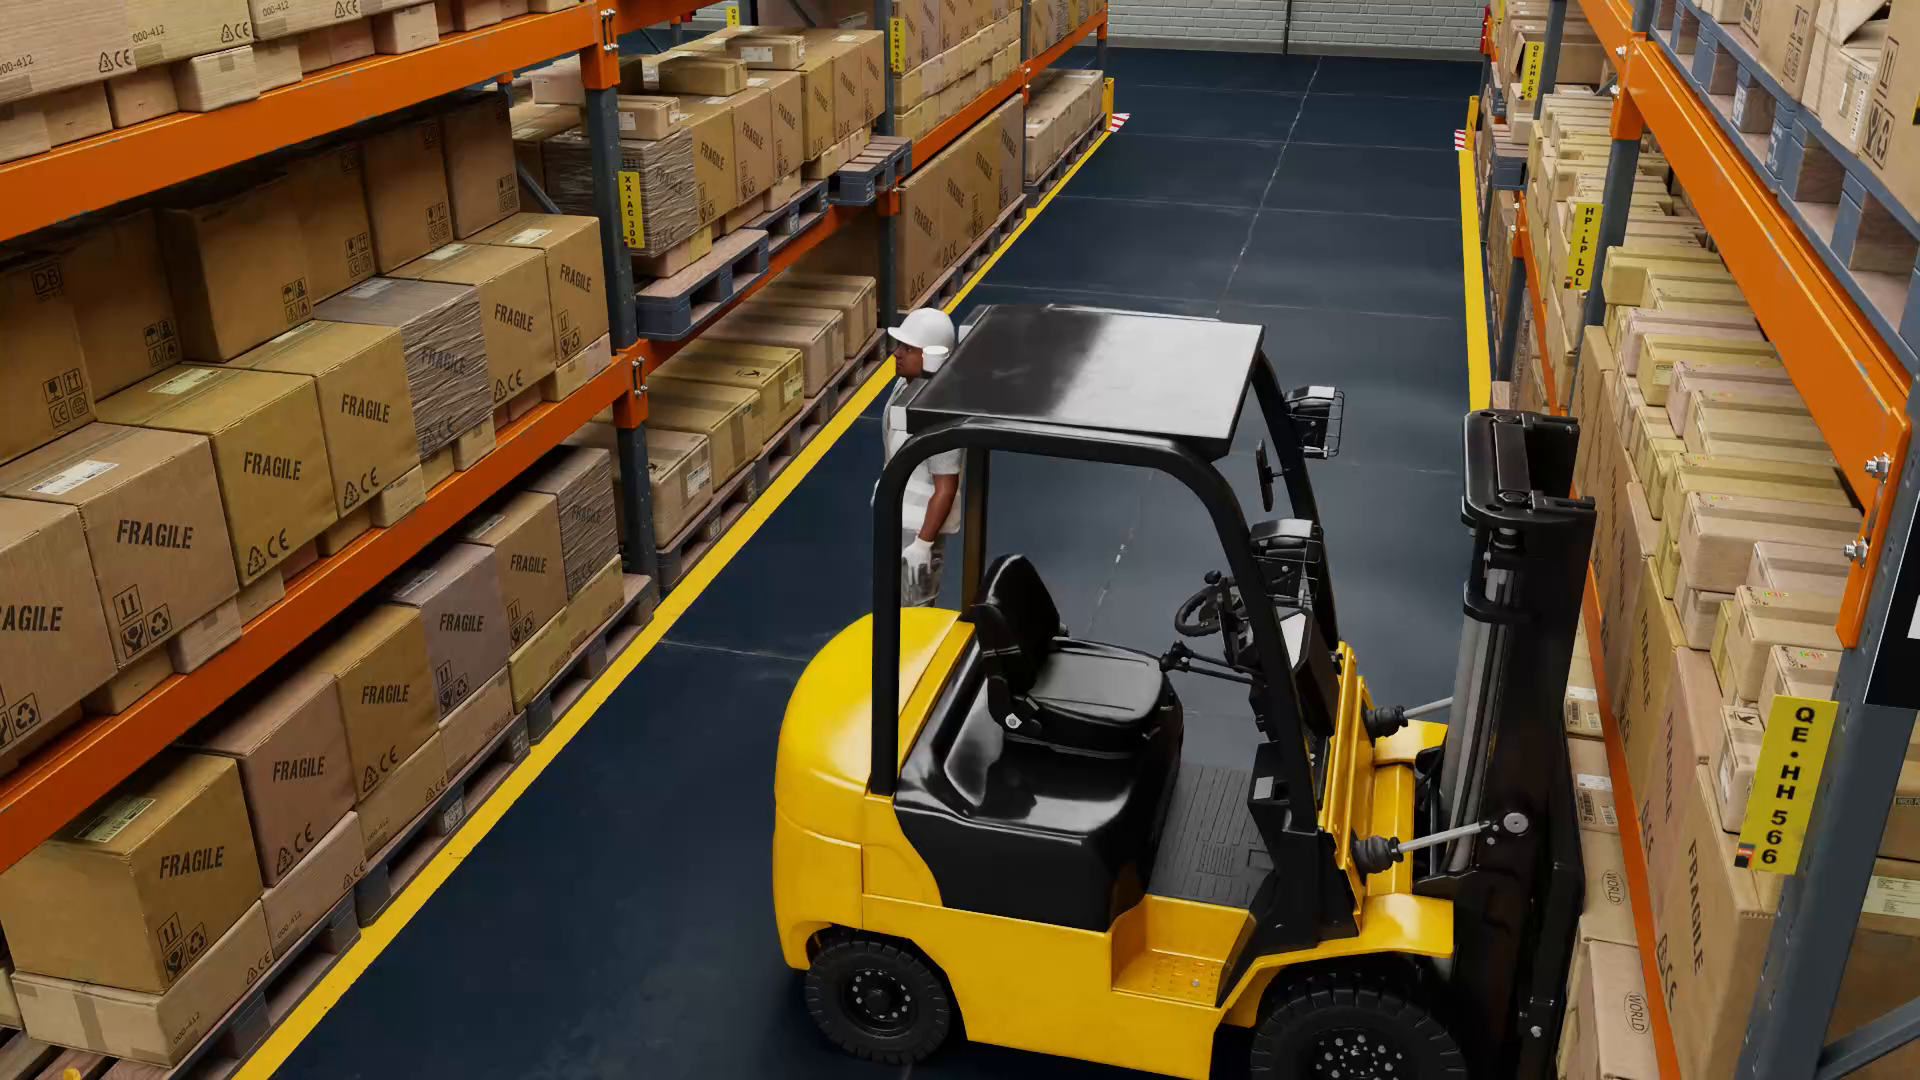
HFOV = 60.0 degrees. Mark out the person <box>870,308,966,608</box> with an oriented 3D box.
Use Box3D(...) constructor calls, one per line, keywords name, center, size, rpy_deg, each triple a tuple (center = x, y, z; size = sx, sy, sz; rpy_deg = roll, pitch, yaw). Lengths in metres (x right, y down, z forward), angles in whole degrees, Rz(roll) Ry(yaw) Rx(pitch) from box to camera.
Box3D(name="person", center=(-0.262, -0.083, 6.746), size=(0.577, 1.777, 0.656), rpy_deg=(-6, 26, -13))
